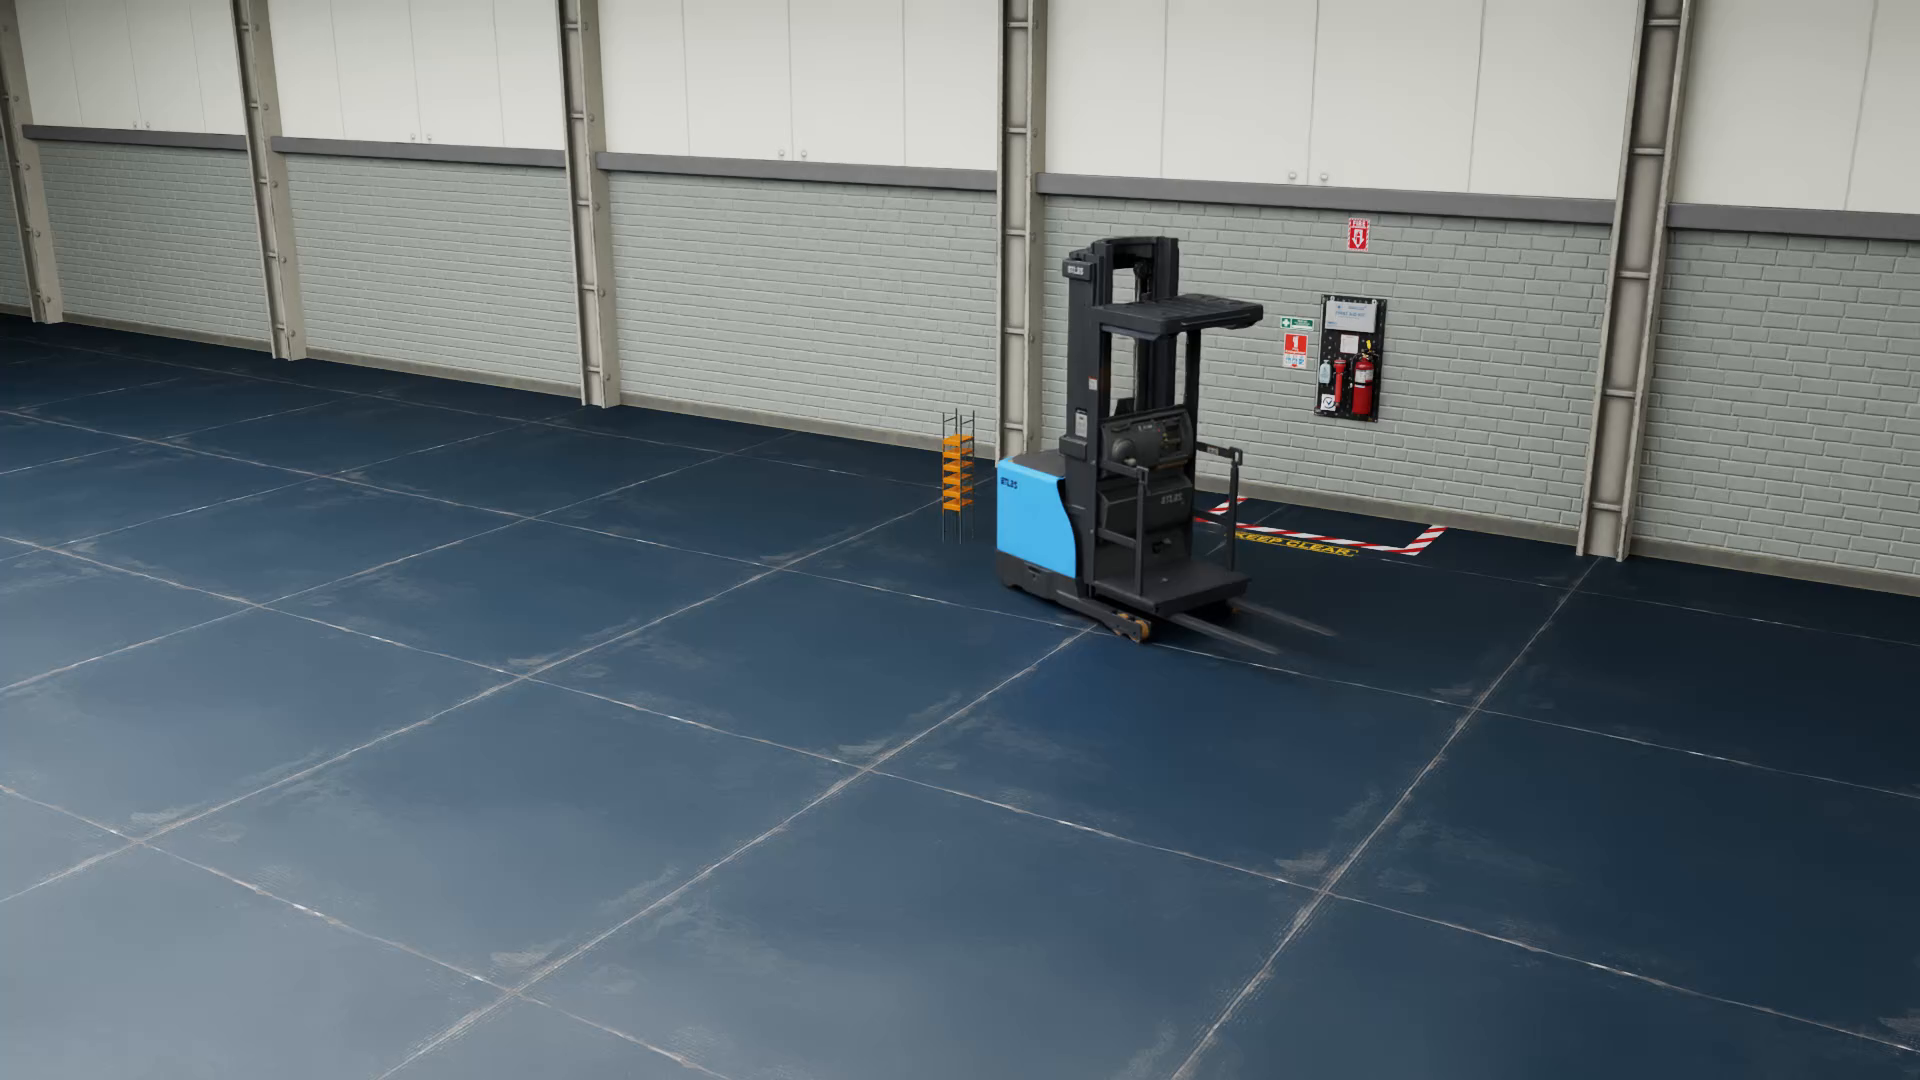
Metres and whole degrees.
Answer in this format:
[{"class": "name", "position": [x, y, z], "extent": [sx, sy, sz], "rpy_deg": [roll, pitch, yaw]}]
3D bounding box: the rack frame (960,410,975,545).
[{"class": "rack frame", "position": [0.066, -0.562, 15.037], "extent": [0.006, 1.200, 0.240], "rpy_deg": [10, 20, 30]}]

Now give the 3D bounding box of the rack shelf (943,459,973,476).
[{"class": "rack shelf", "position": [-0.012, -0.649, 15.061], "extent": [0.180, 0.103, 0.258], "rpy_deg": [10, 20, 30]}]

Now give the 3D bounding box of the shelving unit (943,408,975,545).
[{"class": "shelving unit", "position": [-0.012, -0.576, 15.083], "extent": [0.189, 1.200, 0.258], "rpy_deg": [10, 20, 30]}]

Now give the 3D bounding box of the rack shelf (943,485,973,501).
[{"class": "rack shelf", "position": [-0.012, -0.419, 15.131], "extent": [0.180, 0.103, 0.258], "rpy_deg": [10, 20, 30]}]

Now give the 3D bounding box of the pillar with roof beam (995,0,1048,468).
[{"class": "pillar with roof beam", "position": [-1.630, -4.028, 13.028], "extent": [0.400, 9.000, 9.100], "rpy_deg": [10, 20, 30]}]

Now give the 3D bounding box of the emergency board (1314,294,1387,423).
[{"class": "emergency board", "position": [3.650, -1.696, 15.674], "extent": [0.643, 1.169, 0.194], "rpy_deg": [10, 20, 30]}]

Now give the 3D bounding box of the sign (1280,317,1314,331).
[{"class": "sign", "position": [3.232, -2.074, 15.943], "extent": [0.331, 0.109, 0.001], "rpy_deg": [10, 20, 30]}]

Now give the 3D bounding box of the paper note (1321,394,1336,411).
[{"class": "paper note", "position": [3.535, -1.319, 15.947], "extent": [0.142, 0.148, 0.016], "rpy_deg": [10, 20, 30]}]

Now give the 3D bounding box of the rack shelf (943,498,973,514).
[{"class": "rack shelf", "position": [-0.012, -0.304, 15.166], "extent": [0.180, 0.103, 0.258], "rpy_deg": [10, 20, 30]}]

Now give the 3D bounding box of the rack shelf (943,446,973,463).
[{"class": "rack shelf", "position": [-0.012, -0.763, 15.026], "extent": [0.180, 0.103, 0.258], "rpy_deg": [10, 20, 30]}]

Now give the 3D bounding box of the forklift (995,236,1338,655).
[{"class": "forklift", "position": [1.589, -0.787, 12.798], "extent": [1.130, 2.935, 3.031], "rpy_deg": [-13, 21, -36]}]

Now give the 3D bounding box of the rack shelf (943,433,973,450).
[{"class": "rack shelf", "position": [-0.012, -0.878, 14.991], "extent": [0.180, 0.103, 0.258], "rpy_deg": [10, 20, 30]}]

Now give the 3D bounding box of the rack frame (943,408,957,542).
[{"class": "rack frame", "position": [-0.090, -0.590, 15.129], "extent": [0.006, 1.200, 0.240], "rpy_deg": [10, 20, 30]}]

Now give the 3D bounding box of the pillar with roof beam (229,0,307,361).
[{"class": "pillar with roof beam", "position": [-11.856, -5.853, 19.037], "extent": [0.400, 9.000, 9.100], "rpy_deg": [10, 20, 30]}]

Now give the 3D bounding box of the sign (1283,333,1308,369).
[{"class": "sign", "position": [3.233, -1.823, 16.030], "extent": [0.234, 0.329, 0.001], "rpy_deg": [10, 20, 30]}]

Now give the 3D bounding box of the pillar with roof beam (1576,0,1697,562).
[{"class": "pillar with roof beam", "position": [3.483, -3.115, 10.023], "extent": [0.400, 9.000, 9.100], "rpy_deg": [10, 20, 30]}]

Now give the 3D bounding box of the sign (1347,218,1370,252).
[{"class": "sign", "position": [3.695, -2.832, 15.422], "extent": [0.199, 0.298, 0.001], "rpy_deg": [10, 20, 30]}]

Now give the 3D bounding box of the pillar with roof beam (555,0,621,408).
[{"class": "pillar with roof beam", "position": [-6.743, -4.941, 16.032], "extent": [0.400, 9.000, 9.100], "rpy_deg": [10, 20, 30]}]

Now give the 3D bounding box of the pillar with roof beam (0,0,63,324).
[{"class": "pillar with roof beam", "position": [-16.968, -6.766, 22.041], "extent": [0.400, 9.000, 9.100], "rpy_deg": [10, 20, 30]}]

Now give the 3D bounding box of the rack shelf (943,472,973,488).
[{"class": "rack shelf", "position": [-0.012, -0.534, 15.096], "extent": [0.180, 0.103, 0.258], "rpy_deg": [10, 20, 30]}]
